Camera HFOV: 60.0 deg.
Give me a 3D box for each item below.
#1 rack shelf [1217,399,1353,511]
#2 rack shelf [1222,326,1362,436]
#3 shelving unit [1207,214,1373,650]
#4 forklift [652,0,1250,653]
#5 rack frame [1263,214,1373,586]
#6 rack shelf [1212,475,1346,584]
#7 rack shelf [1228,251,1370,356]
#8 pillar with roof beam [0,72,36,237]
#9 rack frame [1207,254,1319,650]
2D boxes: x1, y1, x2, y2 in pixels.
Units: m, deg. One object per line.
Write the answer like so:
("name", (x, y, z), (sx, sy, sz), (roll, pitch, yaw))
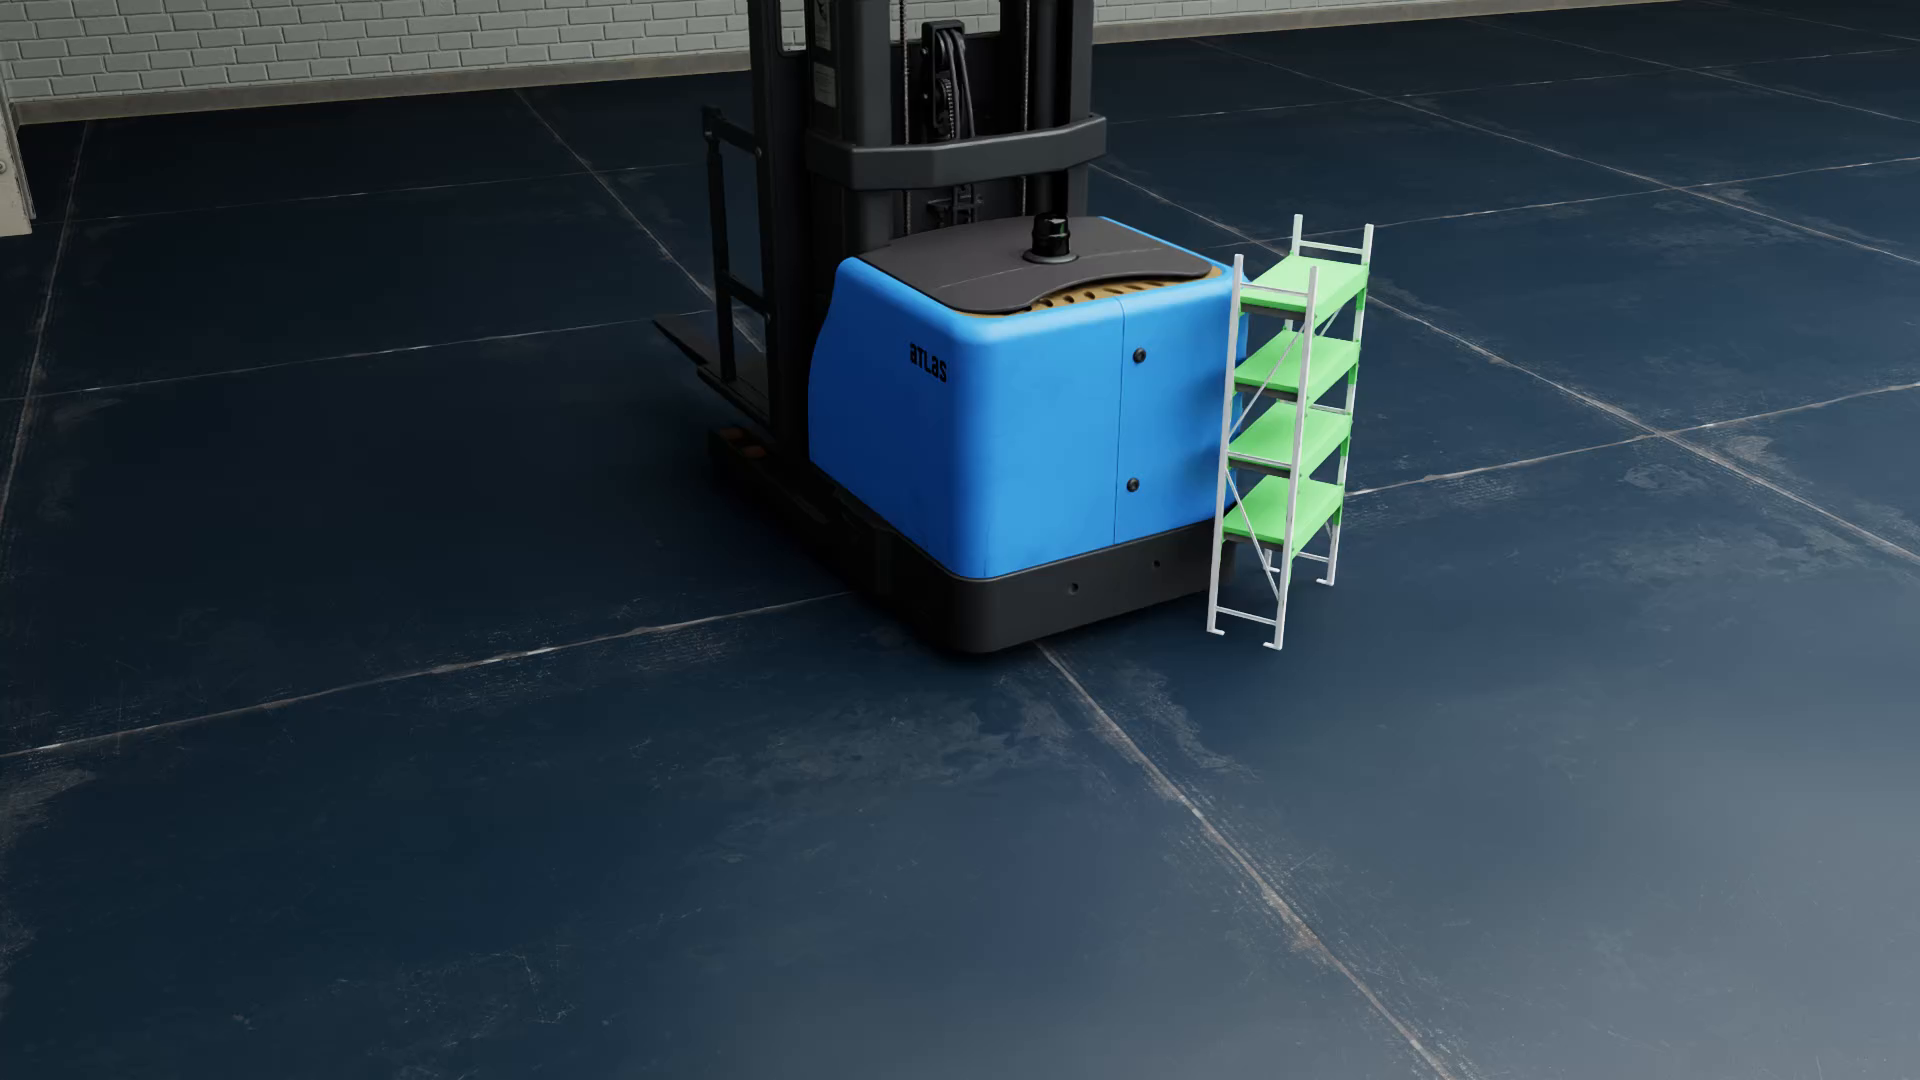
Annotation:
("rack shelf", (0.996, -0.268, 5.076), (0.258, 0.148, 0.480), (14, 29, 27))
("rack shelf", (0.996, -0.483, 4.971), (0.258, 0.148, 0.480), (14, 29, 27))
("shelving unit", (0.996, -0.325, 5.048), (0.258, 1.200, 0.503), (14, 29, 27))
("forklift", (-0.291, -1.591, 5.668), (1.130, 2.935, 3.031), (-14, 29, -27))
("rack frame", (1.118, -0.418, 5.238), (0.240, 1.200, 0.015), (14, 29, 27))
("rack shelf", (0.996, -0.052, 5.181), (0.258, 0.148, 0.480), (14, 29, 27))
("rack shelf", (0.996, -0.699, 4.865), (0.258, 0.148, 0.480), (14, 29, 27))
("pillar with roof beam", (-1.416, -6.539, 8.886), (9.100, 9.000, 0.400), (-11, 28, -21))
("rack frame", (0.874, -0.232, 4.858), (0.240, 1.200, 0.015), (14, 29, 27))
